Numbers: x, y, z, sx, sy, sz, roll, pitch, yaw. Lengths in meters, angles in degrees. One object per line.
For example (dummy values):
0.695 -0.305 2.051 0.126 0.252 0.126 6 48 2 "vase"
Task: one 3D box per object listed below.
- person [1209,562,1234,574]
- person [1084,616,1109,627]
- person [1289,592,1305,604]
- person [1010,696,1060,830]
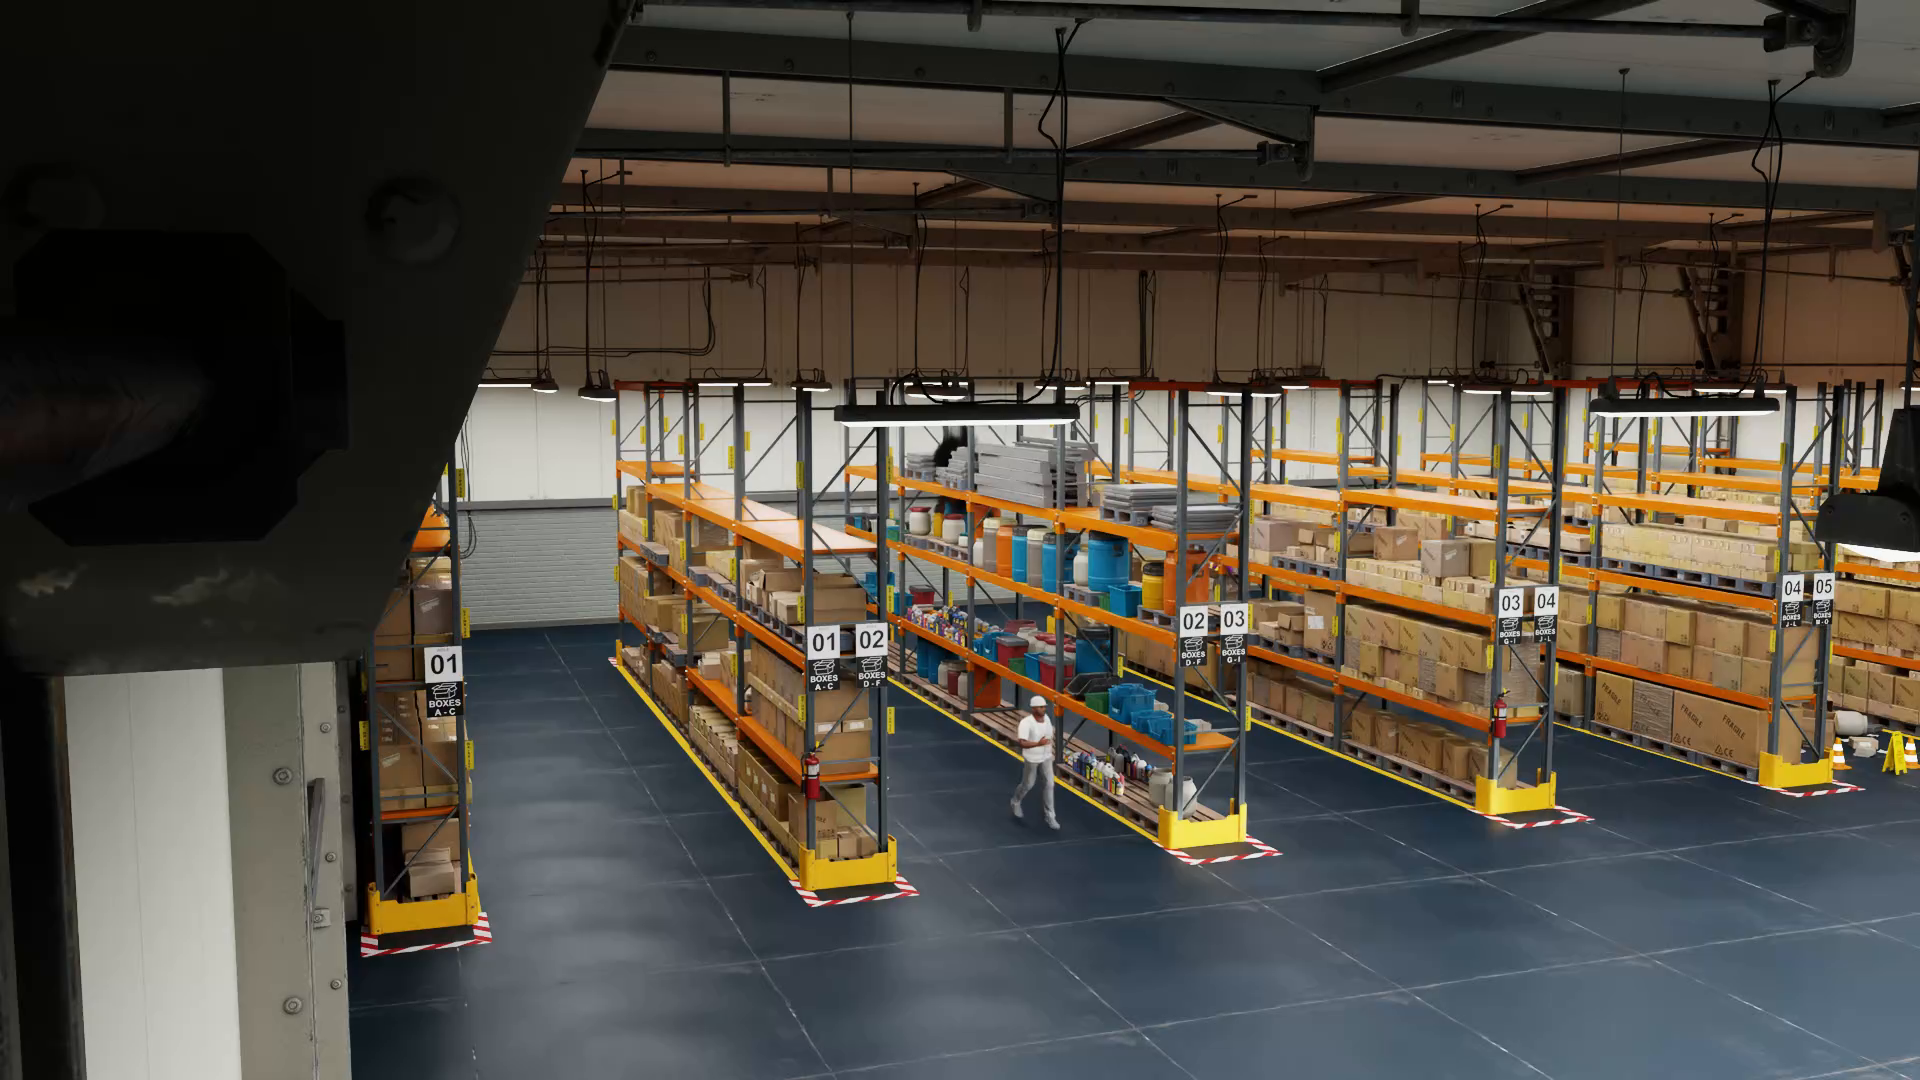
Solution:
6.223 1.137 40.701 1.008 1.733 0.743 -5 8 -39 "person"
2.778 1.823 33.491 0.695 1.763 0.991 -3 7 -24 "person"
8.689 1.019 42.690 0.678 1.631 0.593 -5 8 -39 "person"
1.038 3.012 22.831 0.688 1.781 0.950 -4 7 -35 "person"
